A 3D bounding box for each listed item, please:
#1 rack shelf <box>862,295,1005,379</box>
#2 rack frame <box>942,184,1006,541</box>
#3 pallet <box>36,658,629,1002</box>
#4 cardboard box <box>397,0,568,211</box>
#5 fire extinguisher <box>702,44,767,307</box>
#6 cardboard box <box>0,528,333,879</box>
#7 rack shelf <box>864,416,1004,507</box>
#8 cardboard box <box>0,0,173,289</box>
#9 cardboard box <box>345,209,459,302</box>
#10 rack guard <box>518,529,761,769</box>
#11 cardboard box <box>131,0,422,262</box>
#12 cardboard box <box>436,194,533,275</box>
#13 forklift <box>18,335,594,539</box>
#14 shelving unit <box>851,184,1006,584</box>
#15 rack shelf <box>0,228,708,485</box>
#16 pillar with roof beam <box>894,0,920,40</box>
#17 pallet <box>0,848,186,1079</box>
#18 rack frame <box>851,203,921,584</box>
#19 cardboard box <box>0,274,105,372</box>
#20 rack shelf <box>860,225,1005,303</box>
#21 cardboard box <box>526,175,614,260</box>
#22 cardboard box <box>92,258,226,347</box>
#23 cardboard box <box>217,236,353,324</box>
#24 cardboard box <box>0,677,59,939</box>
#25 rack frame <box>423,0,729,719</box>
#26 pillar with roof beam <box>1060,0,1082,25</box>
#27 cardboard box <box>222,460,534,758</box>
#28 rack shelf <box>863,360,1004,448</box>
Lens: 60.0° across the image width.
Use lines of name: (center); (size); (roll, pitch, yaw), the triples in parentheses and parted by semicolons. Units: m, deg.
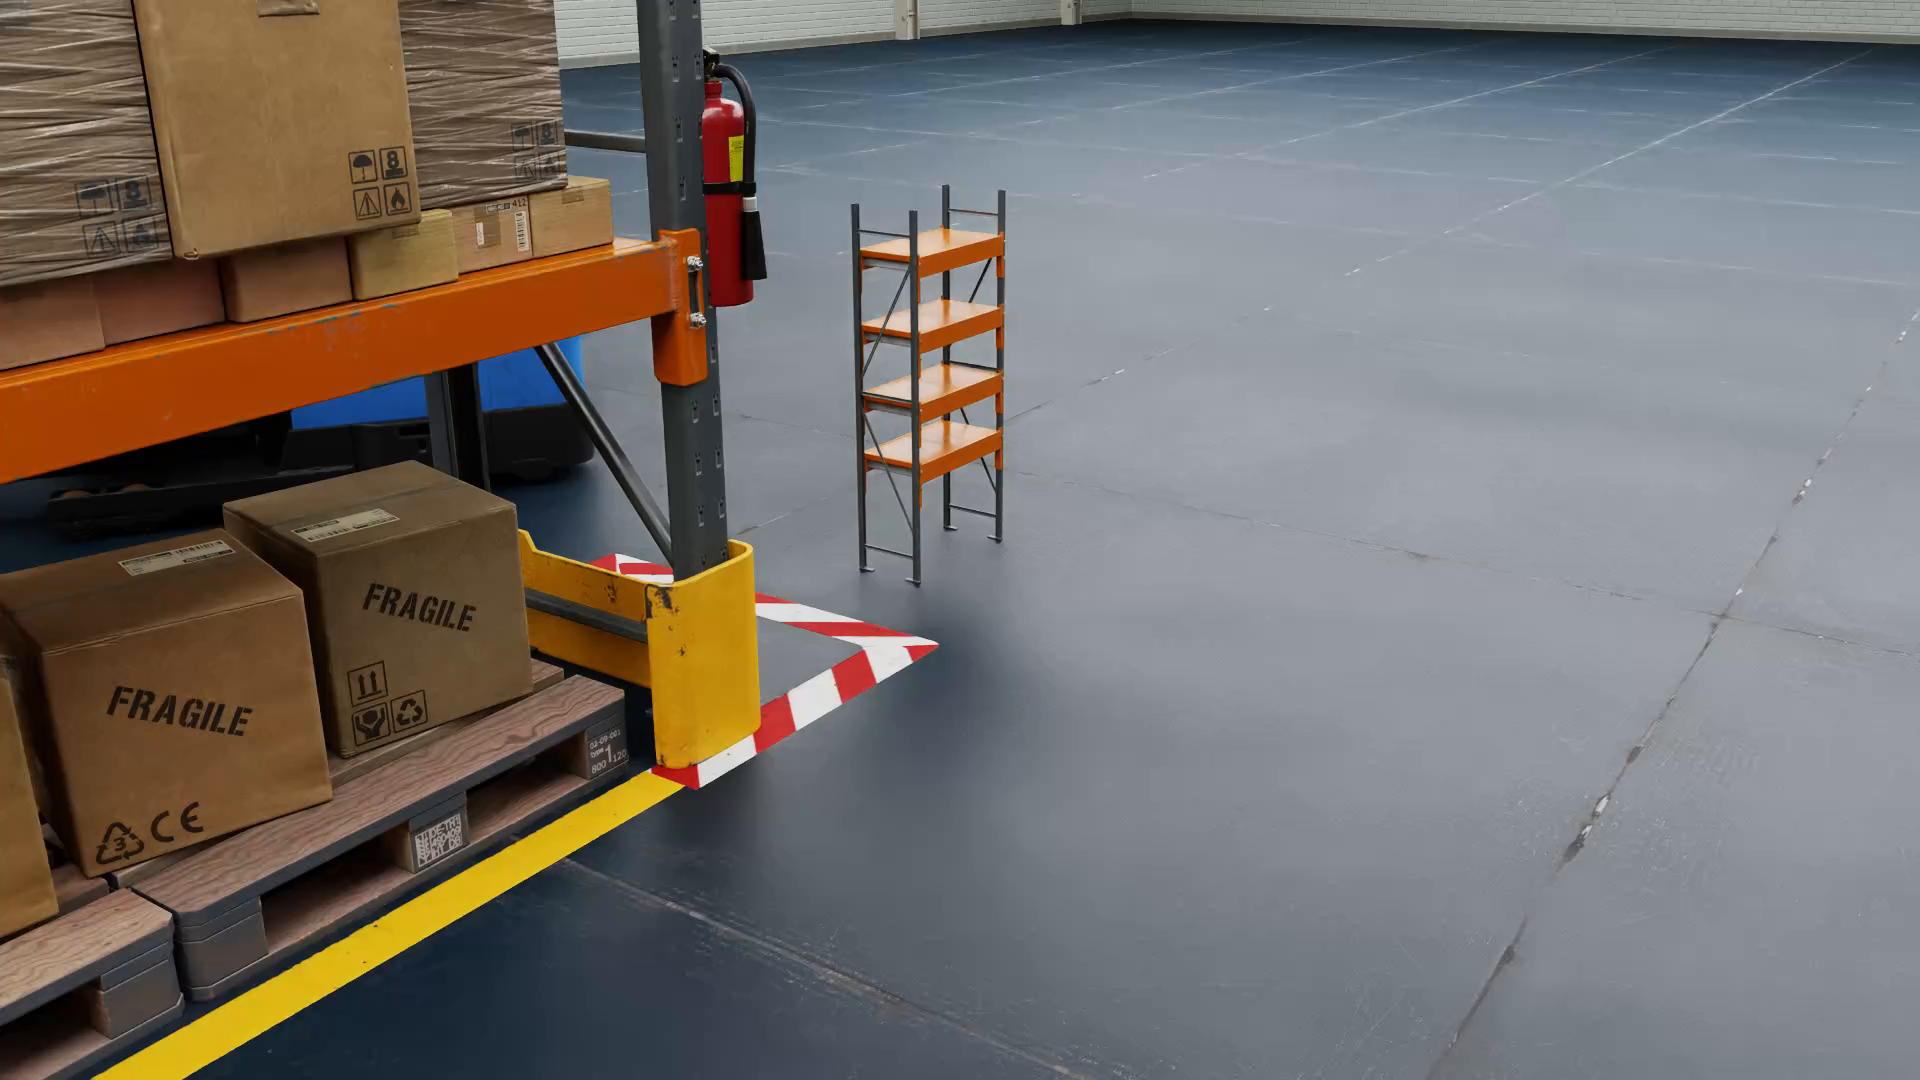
rack shelf: (-0.093, -0.662, 5.374); (0.258, 0.148, 0.480); (13, 24, 32)
rack frame: (0.044, -0.585, 5.618); (0.240, 1.200, 0.015); (13, 24, 32)
pallet: (-1.571, 0.551, 3.971); (1.003, 0.211, 1.213); (13, 24, 32)
cardboard box: (-1.374, -1.039, 3.676); (0.875, 0.500, 0.500); (13, 24, 32)
fire extinguisher: (-0.597, -0.911, 4.017); (0.296, 0.674, 0.183); (13, 24, 32)
cardboard box: (-1.715, 0.325, 3.561); (0.500, 0.500, 0.500); (-17, 26, -38)
rack shelf: (-0.093, -0.266, 5.521); (0.258, 0.148, 0.480); (13, 24, 32)
cardboard box: (-1.873, -0.737, 2.860); (0.875, 0.500, 0.500); (13, 24, 32)
cardboard box: (-1.271, -0.612, 3.457); (0.380, 0.149, 0.250); (13, 24, 32)
rack guard: (-1.085, 0.189, 4.532); (1.175, 0.500, 0.348); (13, 24, 32)
cardboard box: (-1.556, -0.872, 3.225); (0.875, 0.500, 0.500); (13, 24, 32)
cardboard box: (-1.173, -0.693, 3.678); (0.380, 0.149, 0.250); (13, 24, 32)
forklift: (-2.985, -1.584, 5.824); (3.031, 2.935, 1.130); (-8, 22, -20)
shelving unit: (-0.093, -0.515, 5.428); (0.258, 1.200, 0.503); (13, 24, 32)
rack shelf: (-2.167, -0.094, 2.731); (1.077, 0.370, 4.000); (13, 24, 32)
pillar with roof beam: (2.569, -12.741, 27.237); (9.100, 9.000, 0.400); (13, 24, 32)
pallet: (-2.257, 0.900, 3.028); (1.003, 0.211, 1.213); (13, 24, 32)
rack frame: (-0.230, -0.445, 5.239); (0.240, 1.200, 0.015); (13, 24, 32)
cardboard box: (-1.721, -0.403, 2.893); (0.380, 0.149, 0.250); (13, 24, 32)
rack shelf: (-0.093, -0.884, 5.292); (0.258, 0.148, 0.480); (13, 24, 32)
cardboard box: (-1.032, -0.765, 3.871); (0.380, 0.149, 0.250); (13, 24, 32)
cardboard box: (-1.599, -0.479, 3.099); (0.380, 0.149, 0.250); (13, 24, 32)
cardboard box: (-1.424, -0.543, 3.271); (0.380, 0.149, 0.250); (13, 24, 32)
cardboard box: (-2.083, 0.501, 3.085); (0.500, 0.500, 0.500); (16, 26, 37)
rack frame: (-1.042, -1.005, 4.158); (1.000, 3.000, 0.127); (13, 24, 32)
pillar with roof beam: (5.942, -14.462, 31.891); (9.100, 9.000, 0.400); (13, 24, 32)
cardboard box: (-1.407, 0.147, 4.043); (0.500, 0.500, 0.500); (19, 28, 42)
rack shelf: (-0.093, -0.452, 5.452); (0.258, 0.148, 0.480); (13, 24, 32)
